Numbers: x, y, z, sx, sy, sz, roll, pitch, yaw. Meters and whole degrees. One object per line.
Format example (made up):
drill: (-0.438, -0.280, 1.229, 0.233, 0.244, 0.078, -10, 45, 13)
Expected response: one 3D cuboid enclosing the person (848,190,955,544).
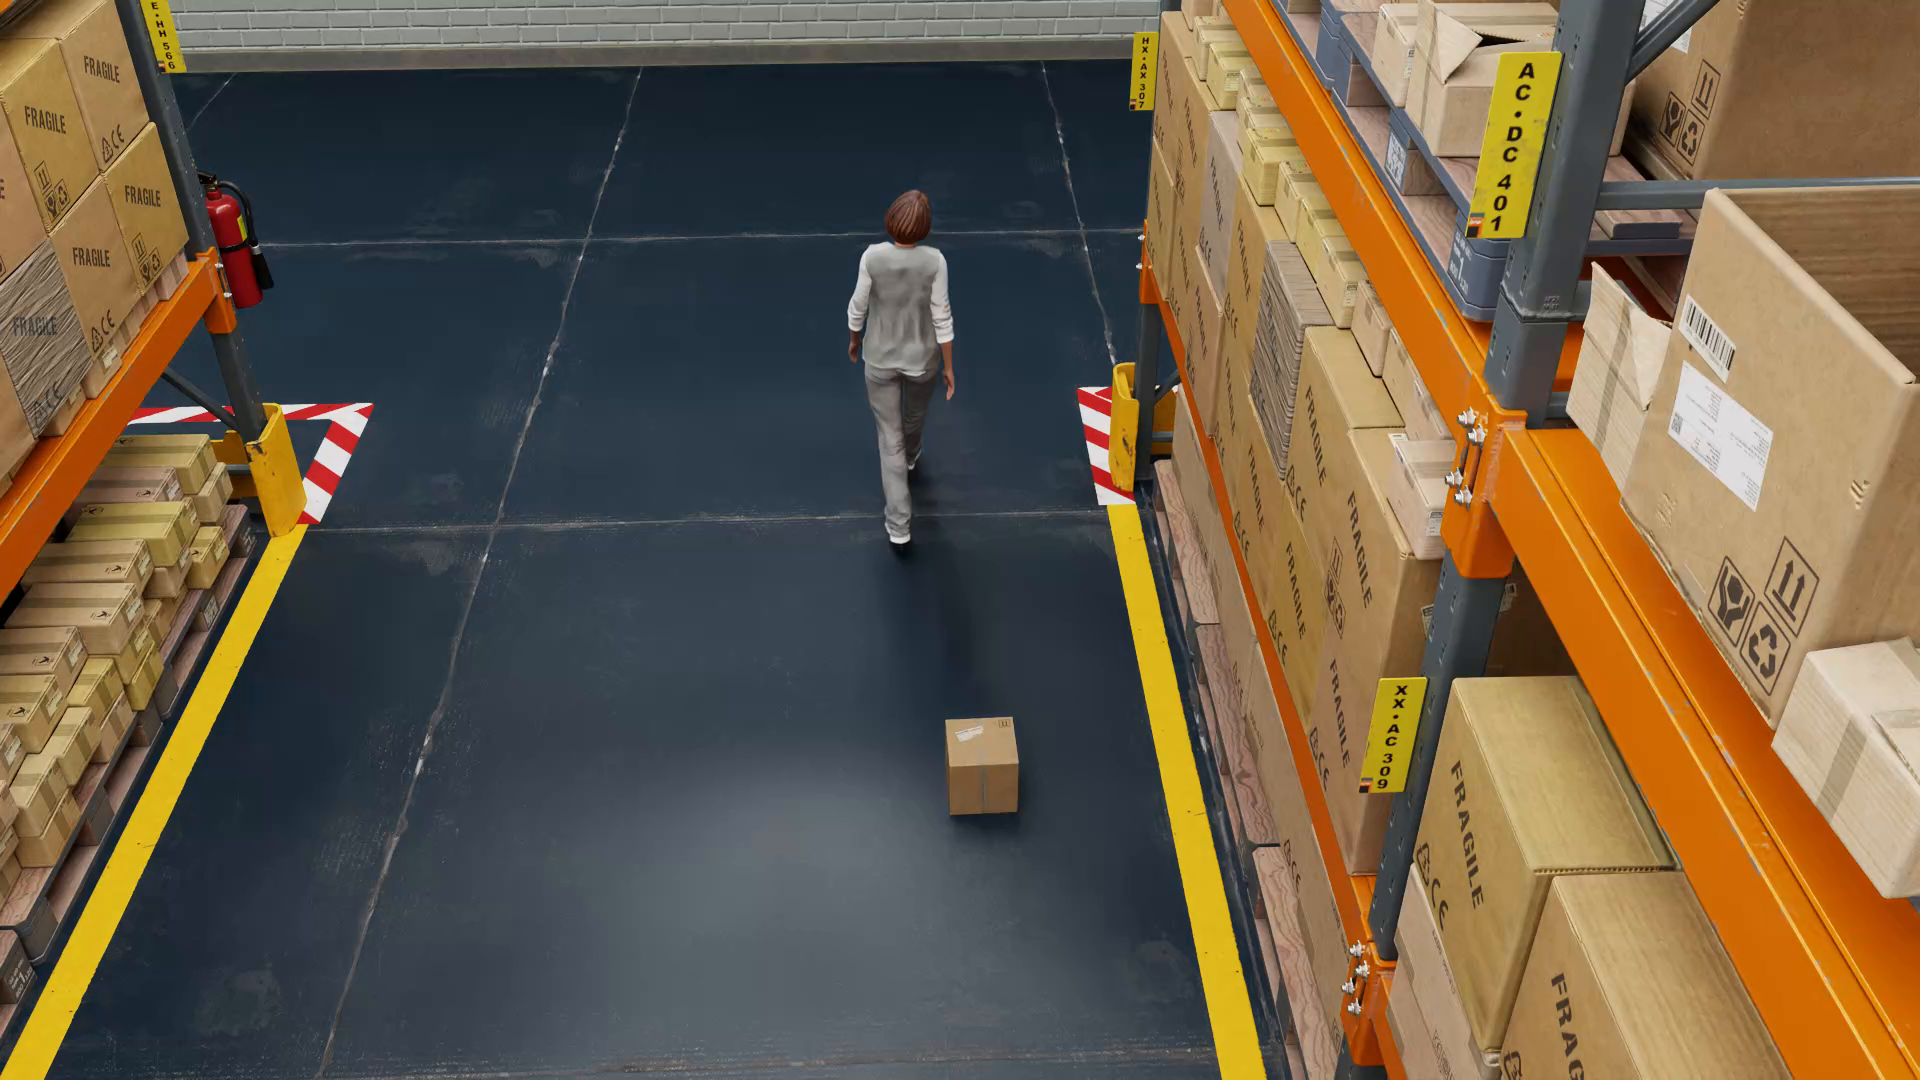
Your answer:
person: (-0.260, -0.828, 7.291, 0.457, 1.539, 0.925, -2, 36, -3)
